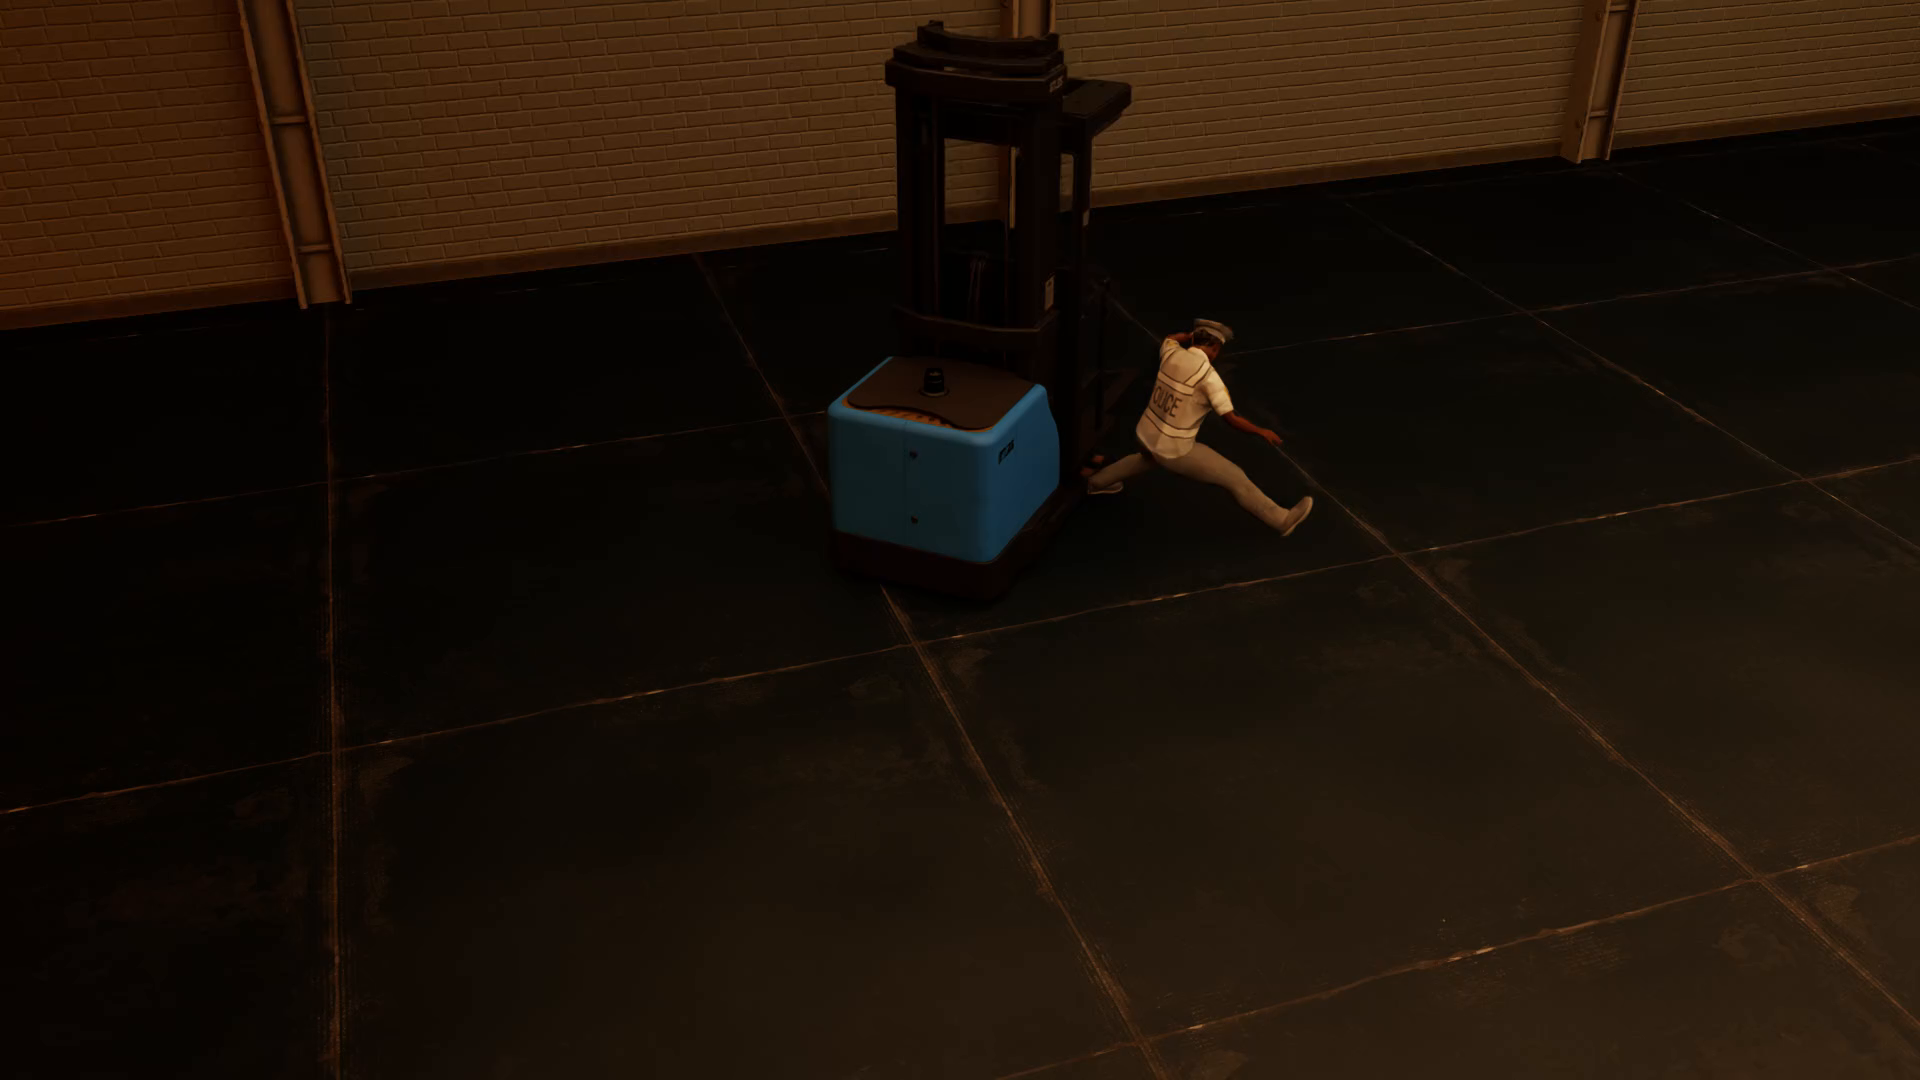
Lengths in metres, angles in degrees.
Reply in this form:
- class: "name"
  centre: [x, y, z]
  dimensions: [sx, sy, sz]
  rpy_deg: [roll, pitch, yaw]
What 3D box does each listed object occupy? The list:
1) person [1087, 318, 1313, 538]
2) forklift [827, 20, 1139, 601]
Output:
- class: "person"
  centre: [1.432, -0.711, 9.917]
  dimensions: [1.010, 1.291, 1.120]
  rpy_deg: [-13, 32, -21]
- class: "forklift"
  centre: [0.319, -1.647, 9.949]
  dimensions: [1.130, 2.935, 3.031]
  rpy_deg: [13, 32, 21]
